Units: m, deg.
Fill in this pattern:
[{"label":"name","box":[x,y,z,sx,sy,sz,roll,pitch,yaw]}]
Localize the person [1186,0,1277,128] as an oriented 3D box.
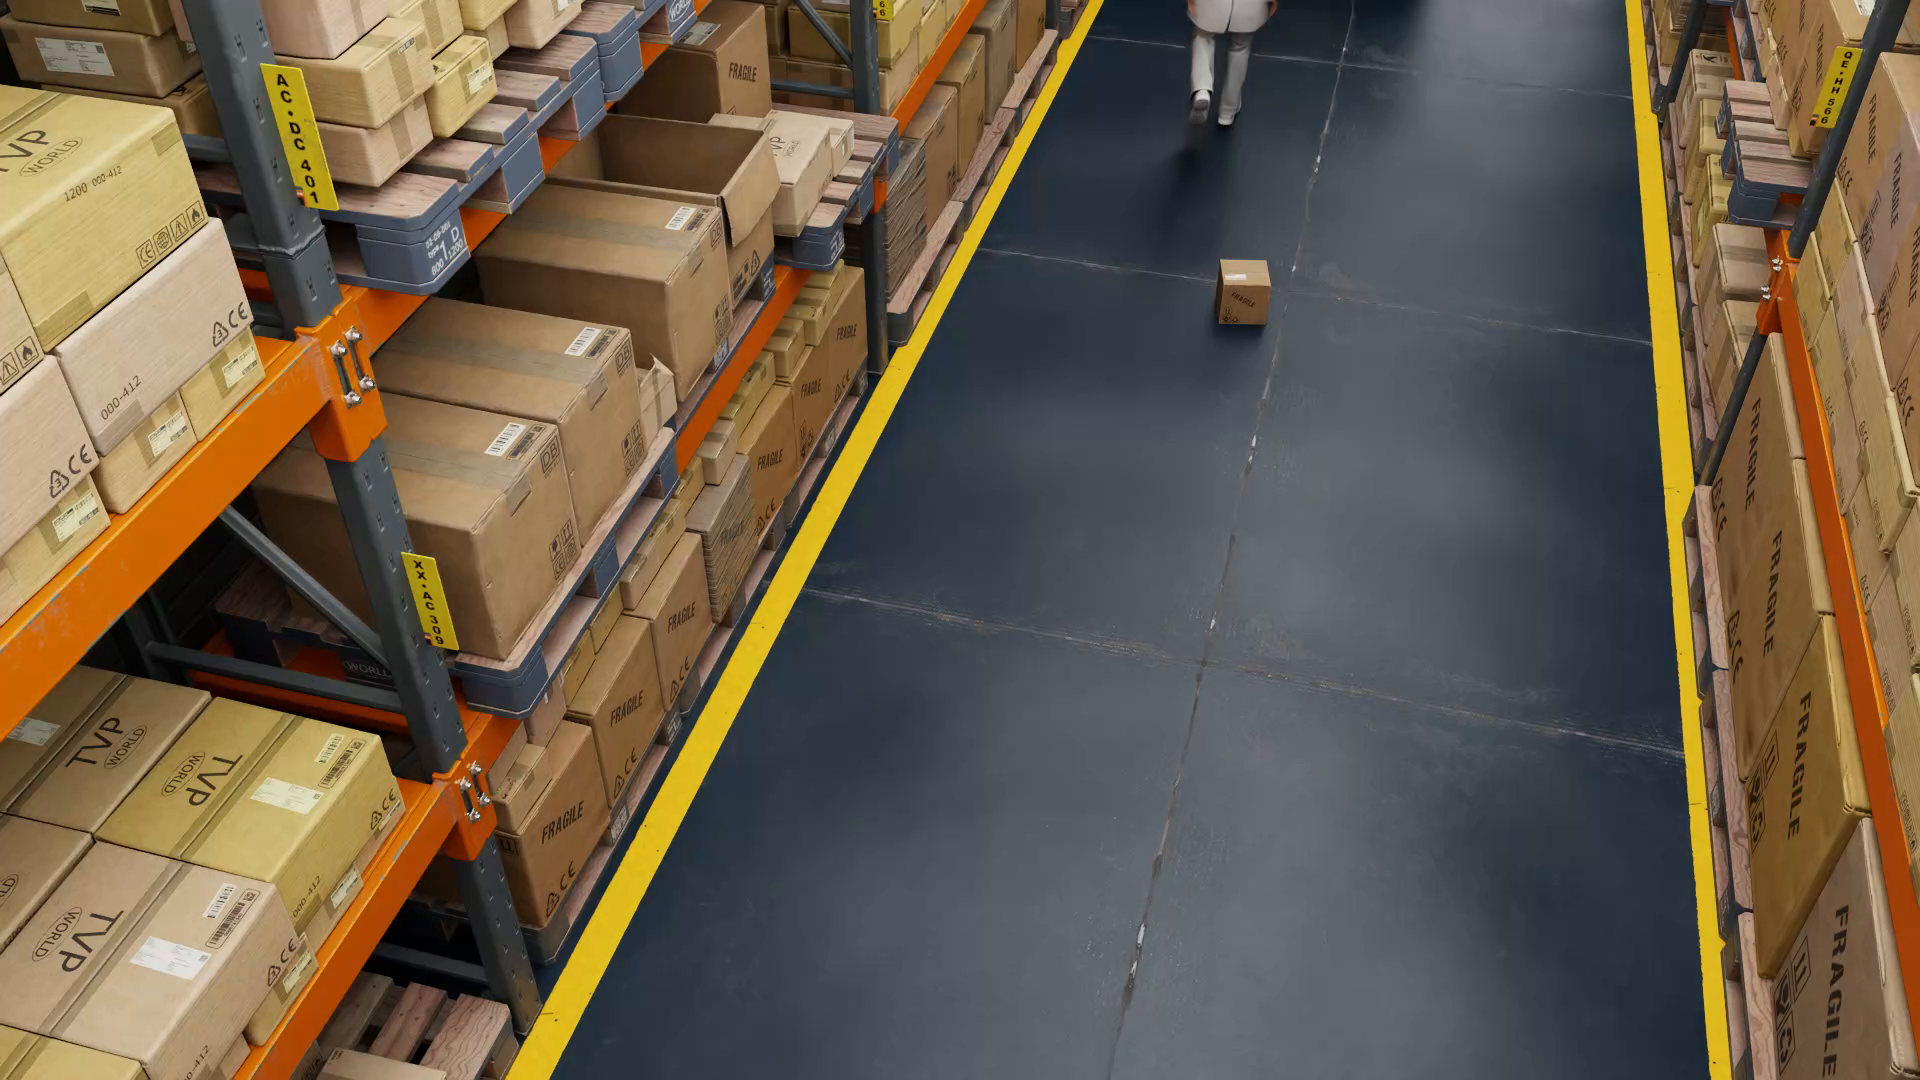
[{"label":"person","box":[1.640,-3.316,10.029,0.594,1.757,0.717,7,41,8]}]
